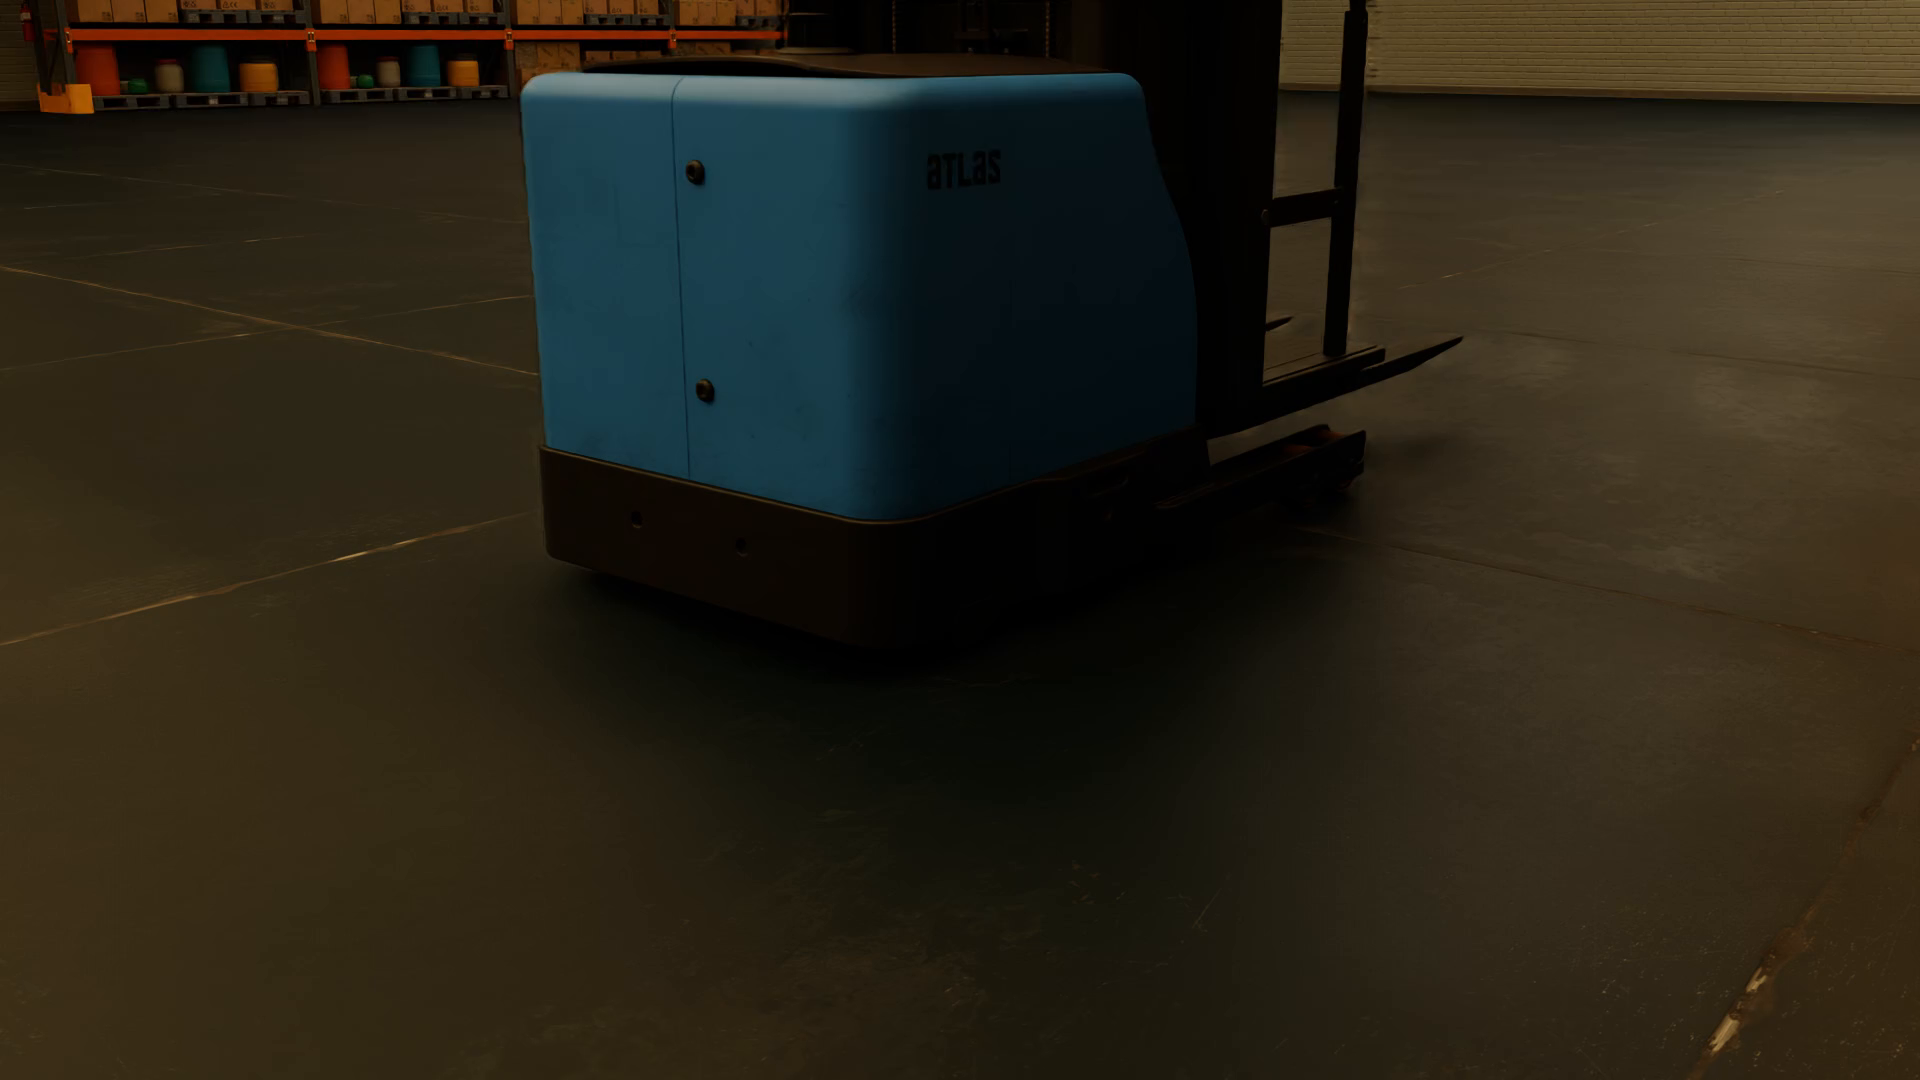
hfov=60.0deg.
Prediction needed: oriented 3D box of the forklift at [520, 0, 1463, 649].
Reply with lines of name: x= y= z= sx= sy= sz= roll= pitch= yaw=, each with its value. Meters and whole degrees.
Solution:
forklift: x=0.408 y=-1.561 z=4.037 sx=1.130 sy=2.935 sz=3.031 roll=13 pitch=21 yaw=37
